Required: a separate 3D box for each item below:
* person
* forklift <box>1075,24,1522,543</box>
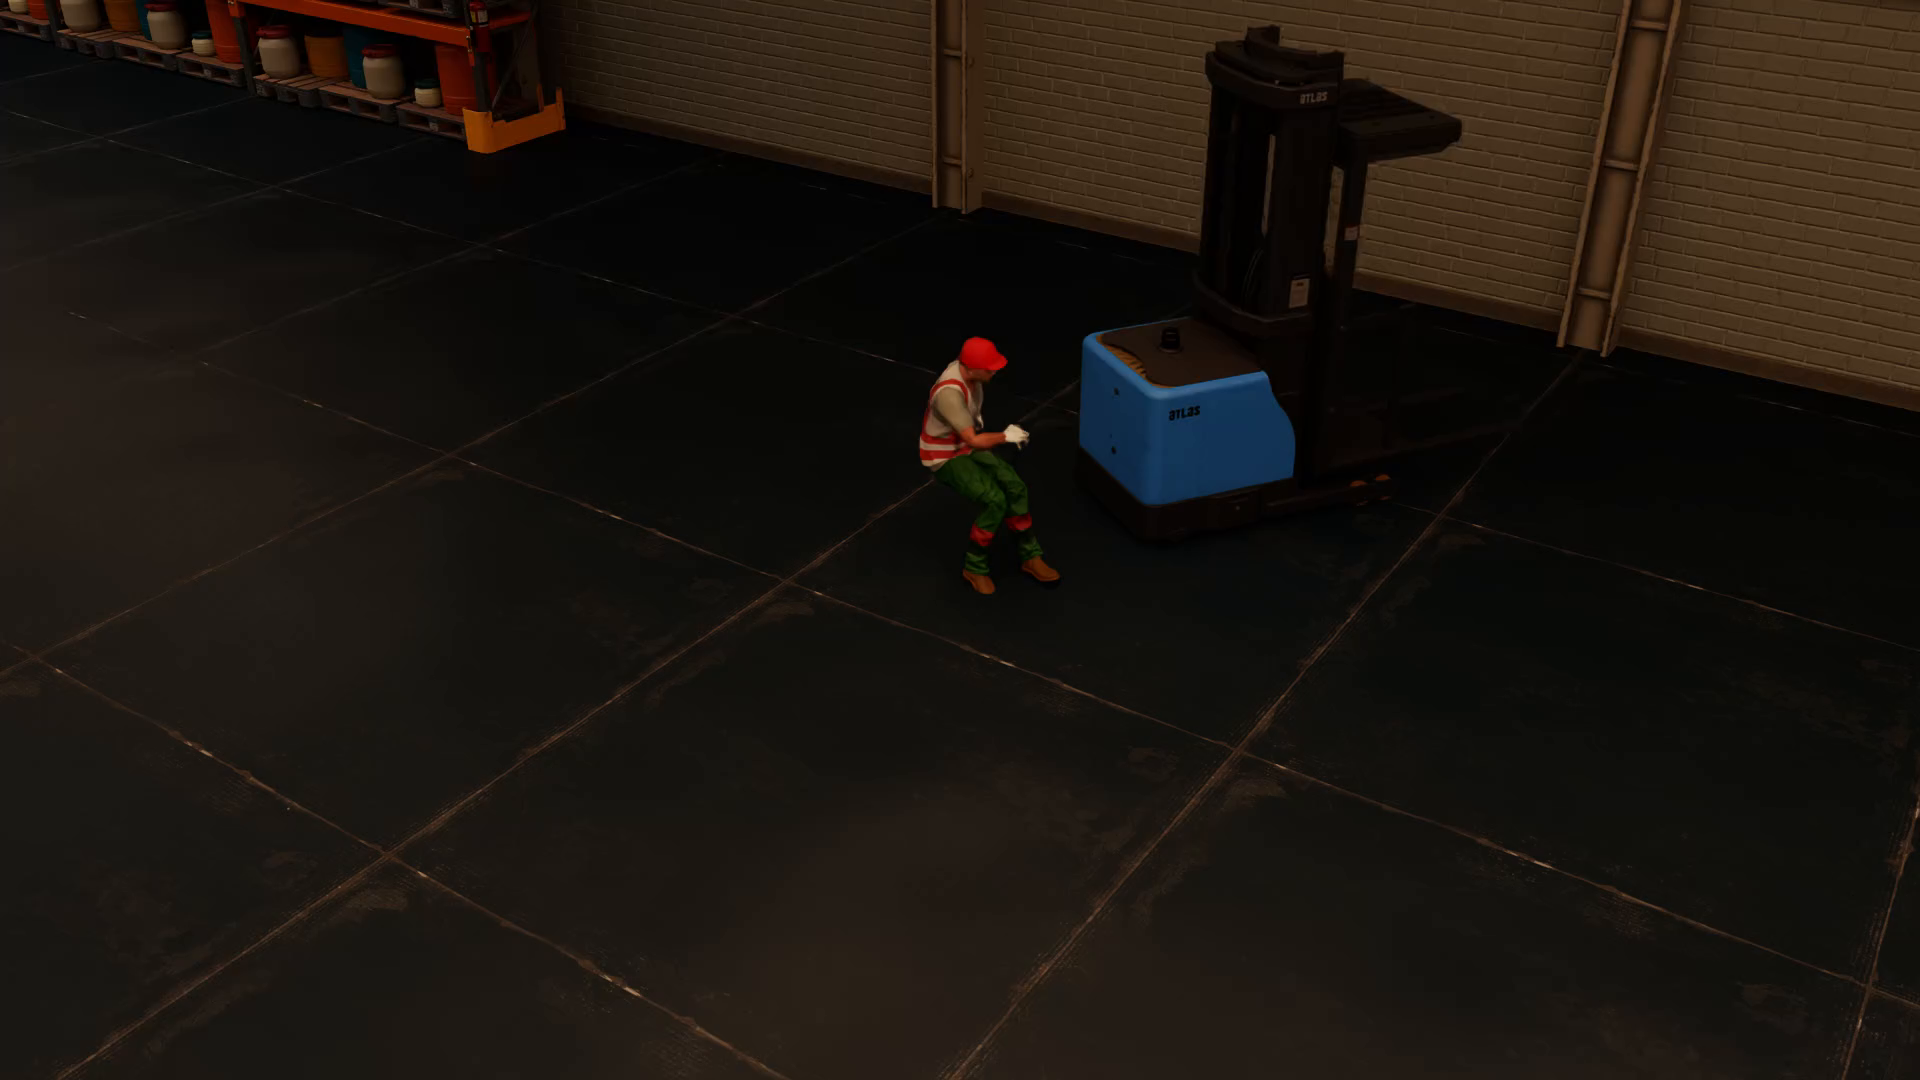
[{"bbox_3d":[0.234,-0.526,9.987,0.946,1.534,0.929,11,32,19],"label":"person"},{"bbox_3d":[2.335,-1.723,10.549,3.031,2.935,1.130,-12,32,-20],"label":"forklift"}]
